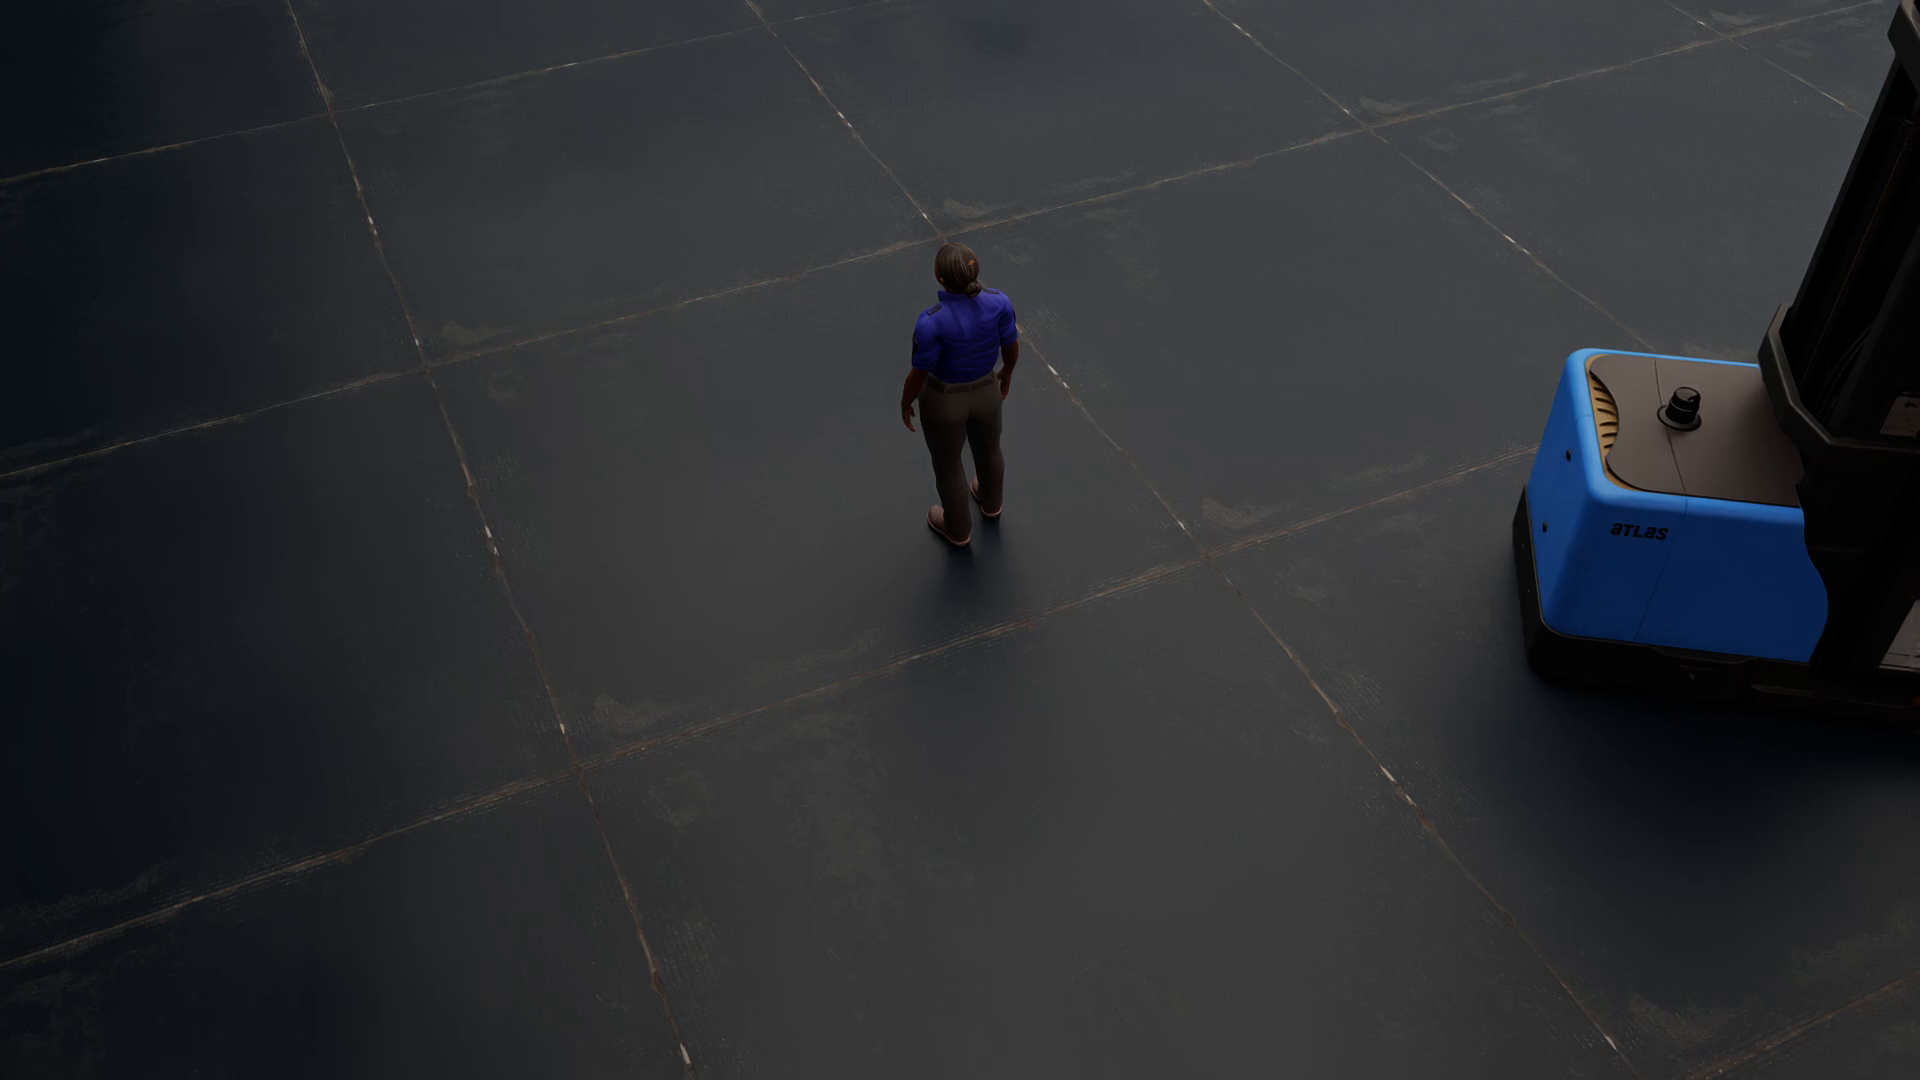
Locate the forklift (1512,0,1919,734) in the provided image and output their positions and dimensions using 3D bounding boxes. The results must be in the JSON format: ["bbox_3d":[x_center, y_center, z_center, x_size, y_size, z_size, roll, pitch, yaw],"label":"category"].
[{"bbox_3d":[4.014,-0.632,6.357,3.031,2.935,1.130,7,43,7],"label":"forklift"}]

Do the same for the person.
[{"bbox_3d":[-0.019,-0.670,7.323,0.570,1.656,0.503,-18,46,-18],"label":"person"}]
